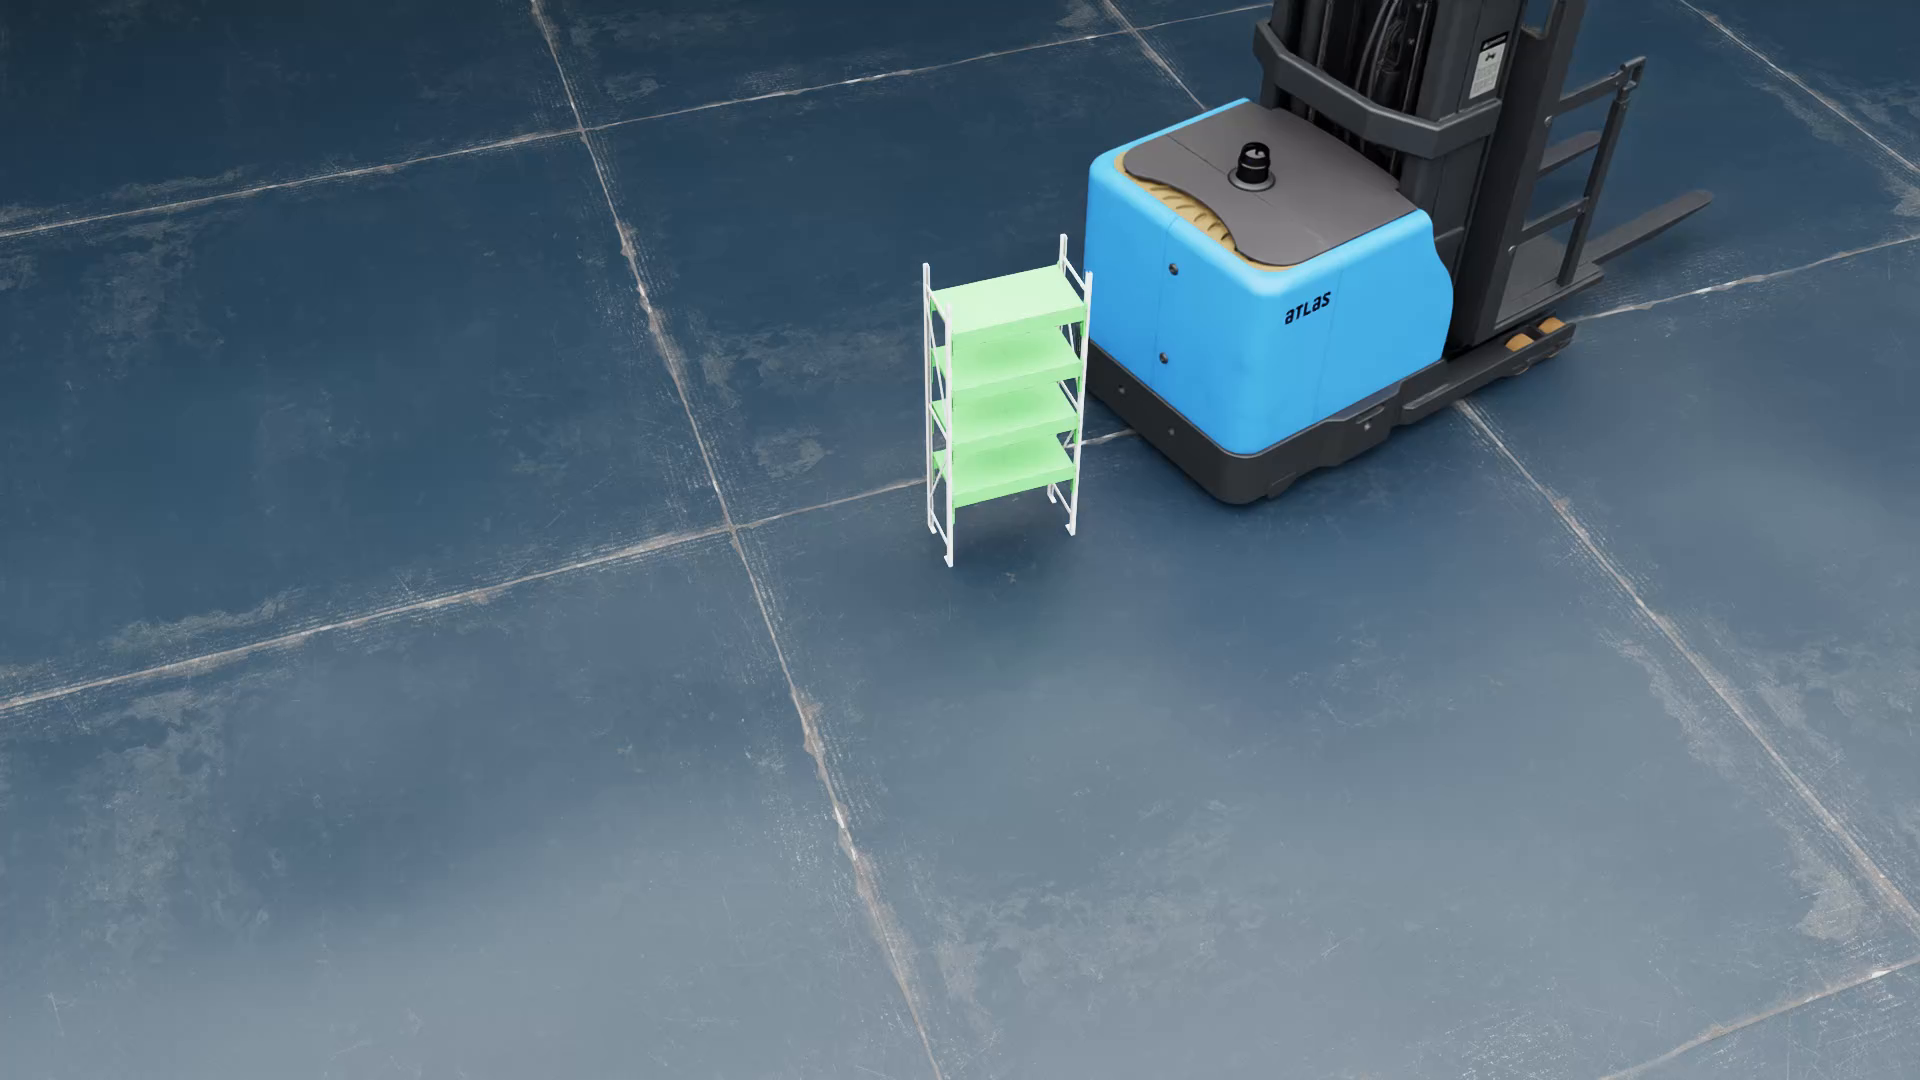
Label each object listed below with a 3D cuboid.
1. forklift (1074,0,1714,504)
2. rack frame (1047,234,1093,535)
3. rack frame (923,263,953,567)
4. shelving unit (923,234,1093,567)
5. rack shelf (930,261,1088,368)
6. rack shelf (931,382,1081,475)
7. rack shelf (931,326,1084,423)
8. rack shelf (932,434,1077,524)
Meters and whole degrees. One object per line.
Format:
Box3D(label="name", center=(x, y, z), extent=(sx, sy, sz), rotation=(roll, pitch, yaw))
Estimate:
Box3D(label="forklift", center=(1.965, -2.007, 6.181), extent=(3.031, 2.935, 1.130), rotation=(-26, 51, -24))
Box3D(label="rack frame", center=(0.385, -0.522, 5.923), extent=(0.015, 1.200, 0.240), rotation=(-14, 47, -14))
Box3D(label="rack frame", center=(-0.074, -0.405, 5.806), extent=(0.015, 1.200, 0.240), rotation=(-14, 47, -14))
Box3D(label="shelving unit", center=(0.156, -0.463, 5.865), extent=(0.503, 1.200, 0.258), rotation=(-14, 47, -14))
Box3D(label="rack shelf", center=(0.156, -0.757, 5.570), extent=(0.480, 0.148, 0.258), rotation=(-14, 47, -14))
Box3D(label="rack shelf", center=(0.156, -0.418, 5.910), extent=(0.480, 0.148, 0.258), rotation=(-14, 47, -14))
Box3D(label="rack shelf", center=(0.156, -0.588, 5.740), extent=(0.480, 0.148, 0.258), rotation=(-14, 47, -14))
Box3D(label="rack shelf", center=(0.156, -0.249, 6.080), extent=(0.480, 0.148, 0.258), rotation=(-14, 47, -14))
